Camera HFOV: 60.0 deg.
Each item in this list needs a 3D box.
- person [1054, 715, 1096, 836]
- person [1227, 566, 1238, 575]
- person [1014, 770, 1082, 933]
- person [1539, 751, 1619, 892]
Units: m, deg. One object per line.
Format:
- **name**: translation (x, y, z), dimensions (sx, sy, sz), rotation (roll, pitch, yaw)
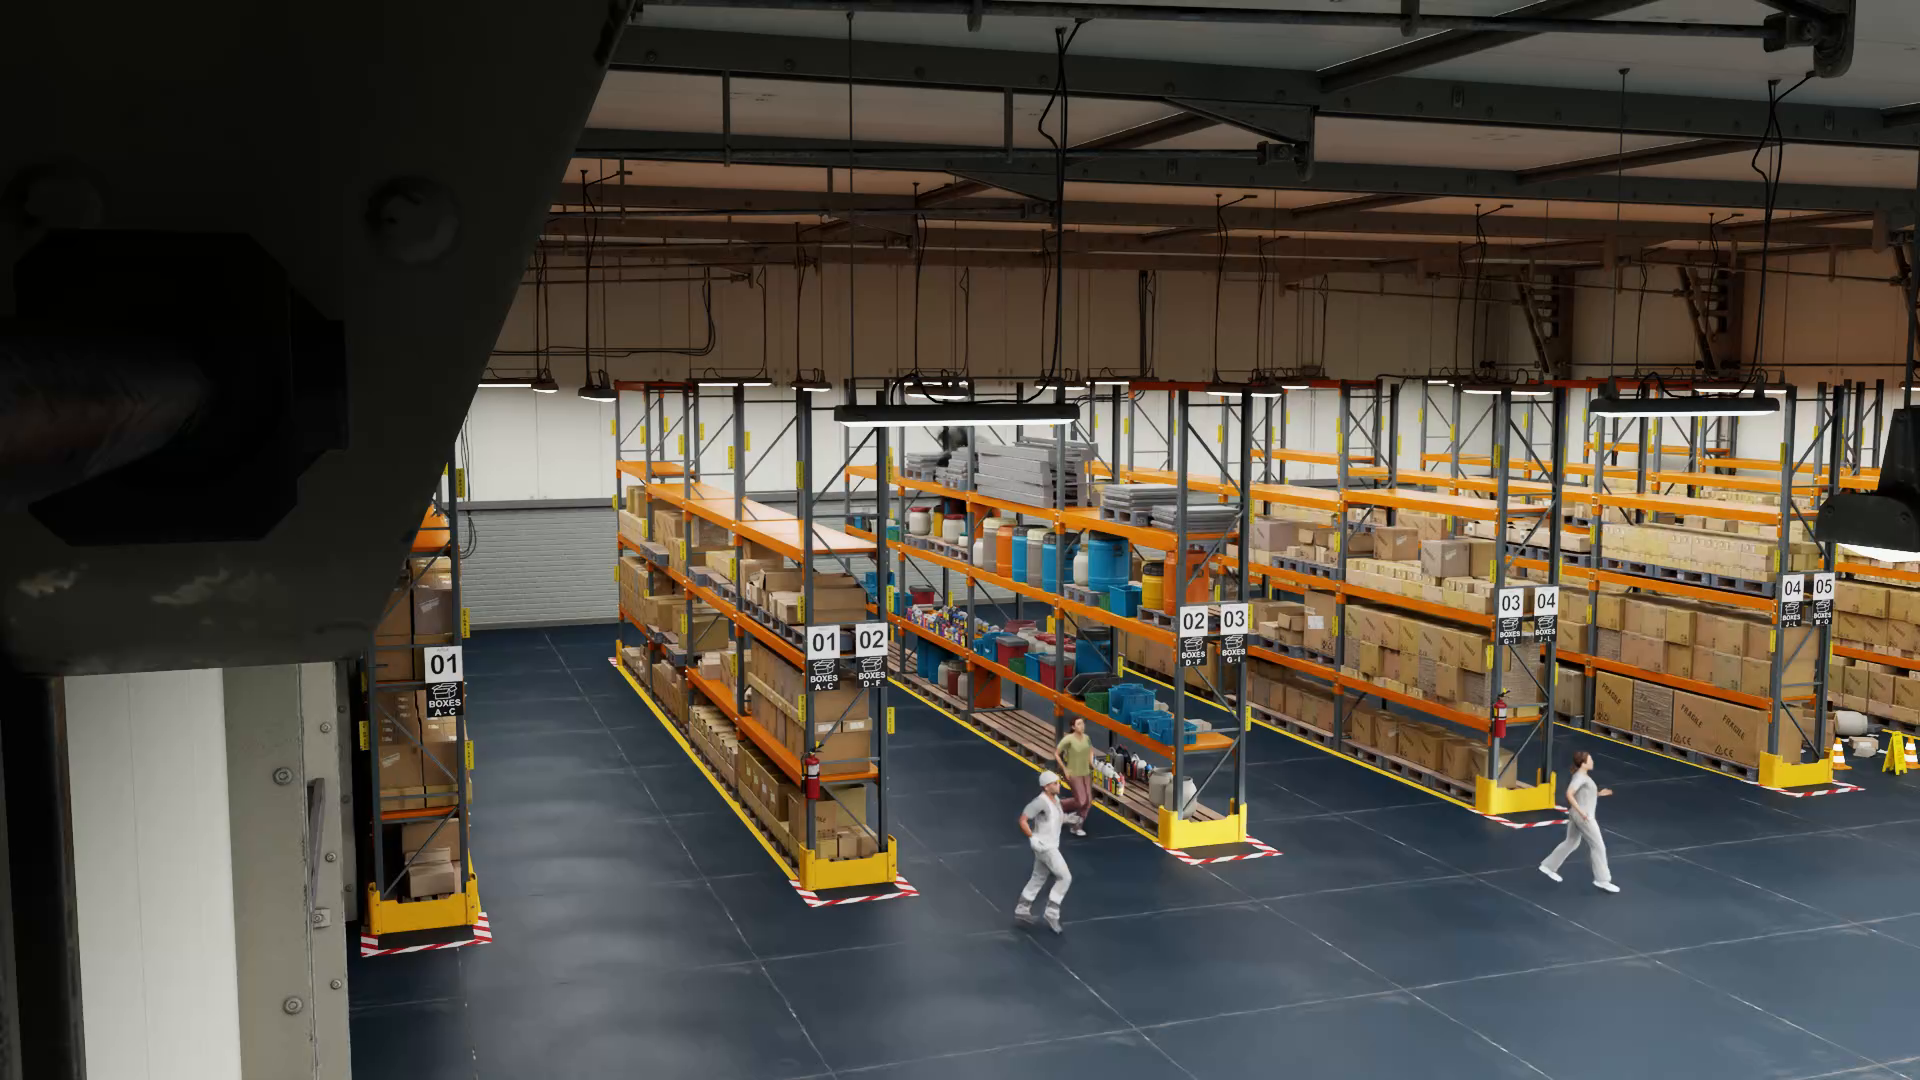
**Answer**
- **person**: translation (1.576, 3.160, 22.408), dimensions (0.580, 1.620, 0.552), rotation (-4, 7, -33)
- **person**: translation (6.806, 1.116, 41.401), dimensions (0.615, 1.710, 0.782), rotation (-2, 6, -17)
- **person**: translation (0.990, 3.488, 18.681), dimensions (0.753, 1.838, 0.616), rotation (1, 6, 11)
- **person**: translation (7.478, 3.364, 20.014), dimensions (0.919, 1.685, 0.553), rotation (1, 6, 9)
